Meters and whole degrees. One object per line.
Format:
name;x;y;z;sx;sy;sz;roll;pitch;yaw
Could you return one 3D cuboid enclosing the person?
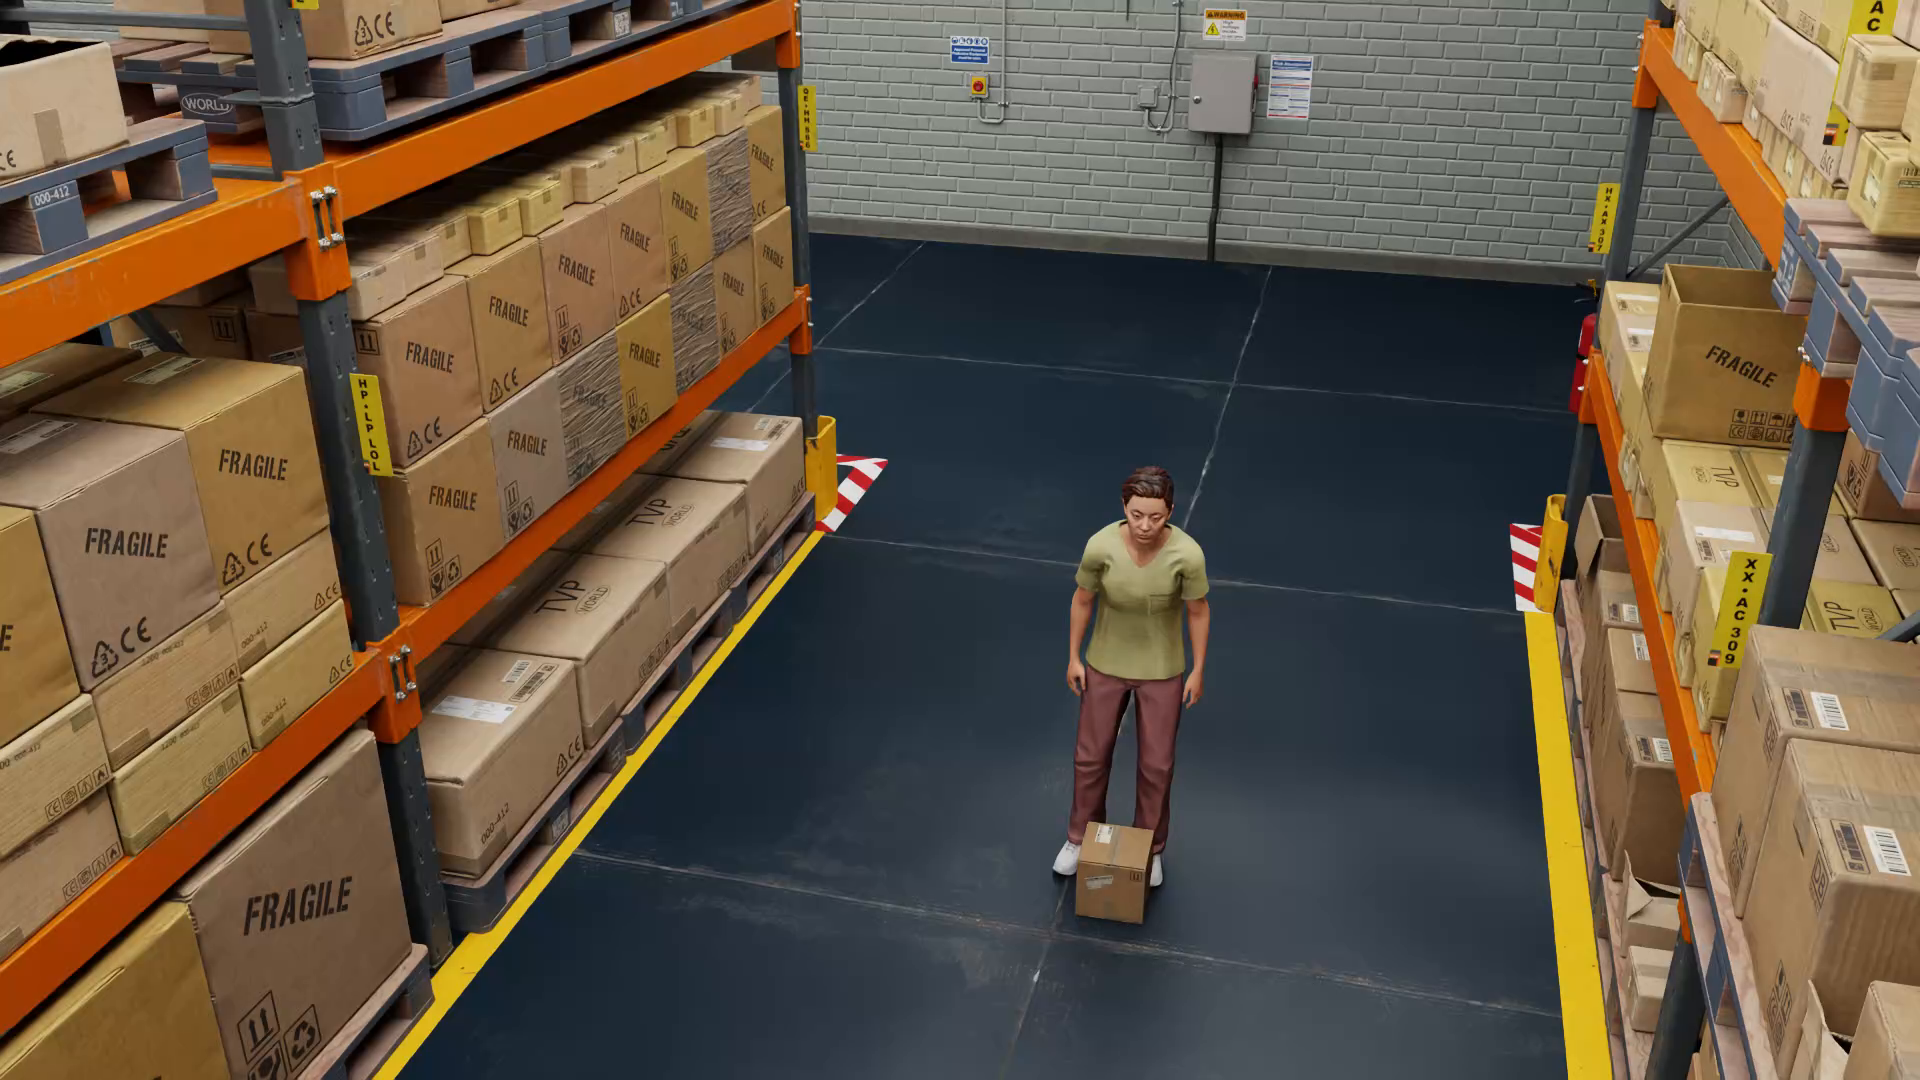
person;0.636;0.489;6.081;0.520;1.673;0.357;5;26;10
